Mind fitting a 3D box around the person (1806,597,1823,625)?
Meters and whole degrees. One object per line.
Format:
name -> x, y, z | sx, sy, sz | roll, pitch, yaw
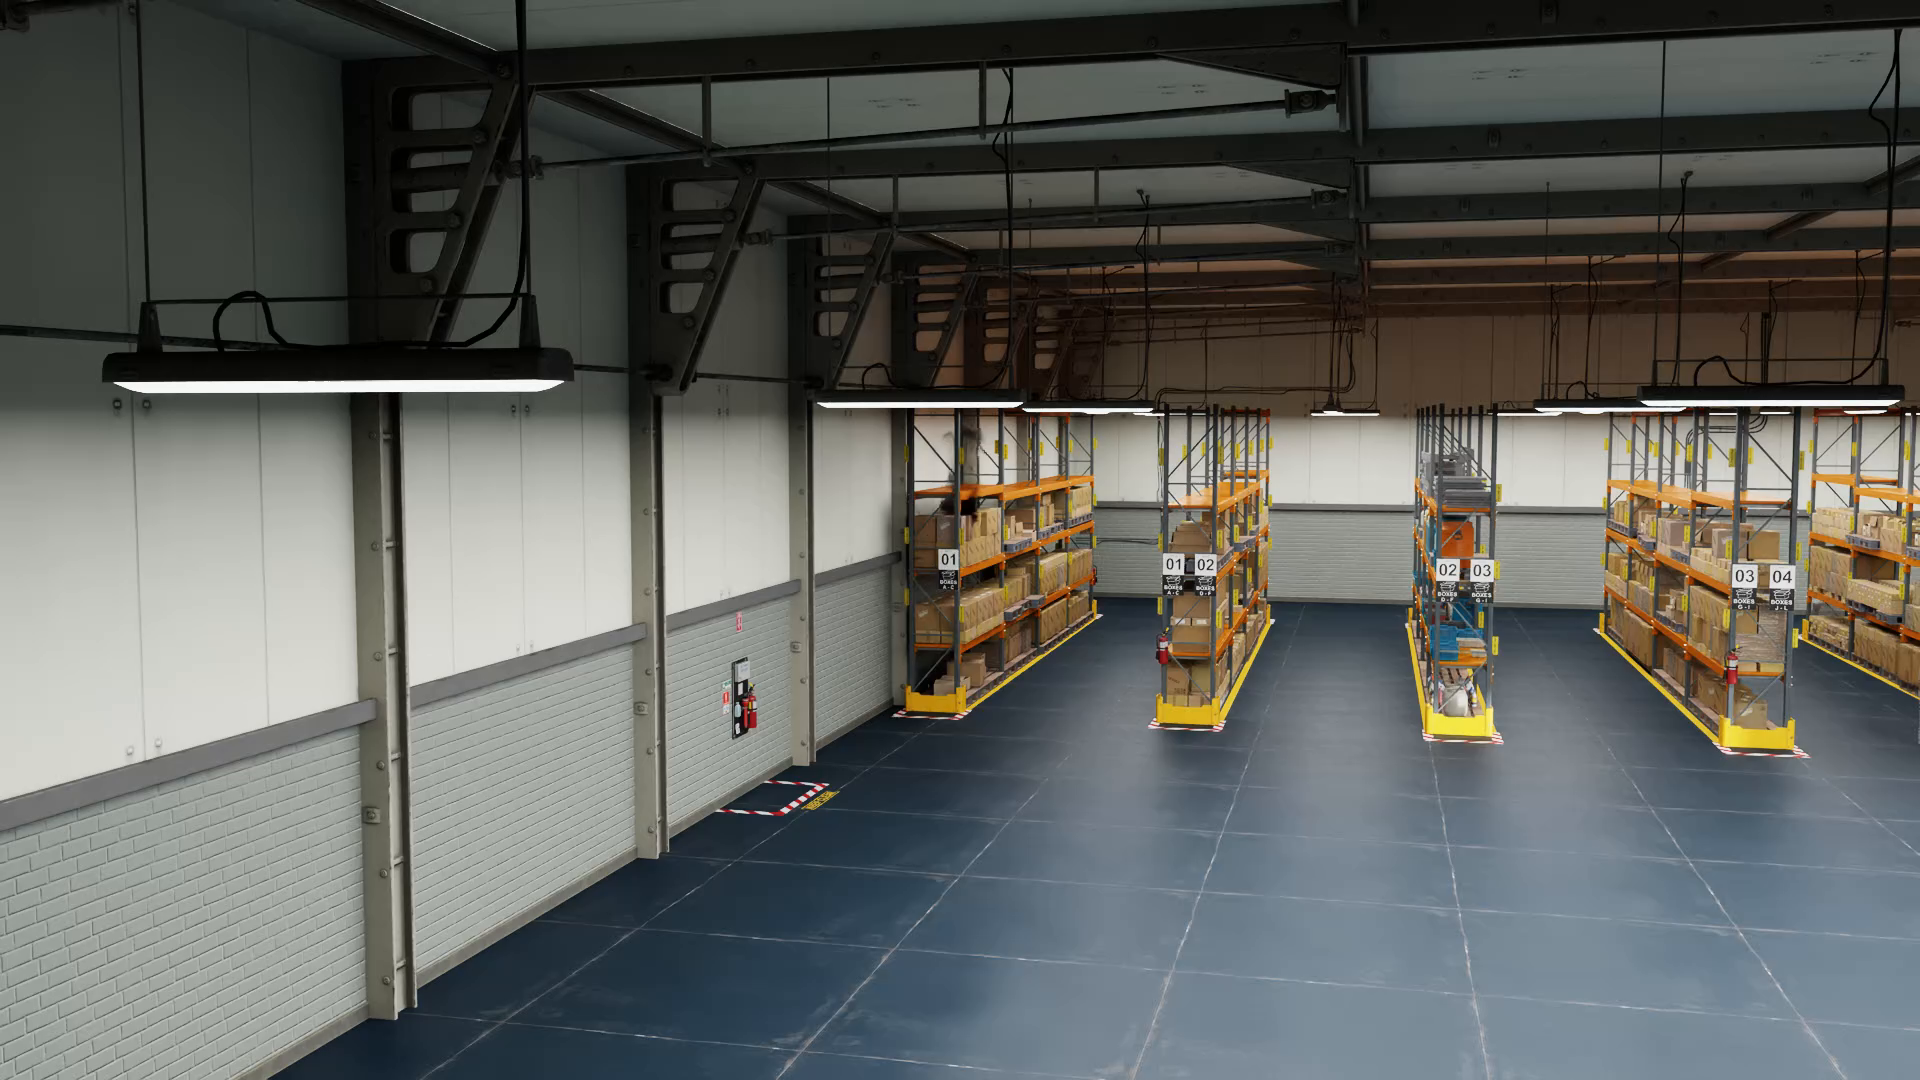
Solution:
person -> 22.871, 1.643, 44.335 | 0.763, 1.732, 0.700 | 3, 5, 36
